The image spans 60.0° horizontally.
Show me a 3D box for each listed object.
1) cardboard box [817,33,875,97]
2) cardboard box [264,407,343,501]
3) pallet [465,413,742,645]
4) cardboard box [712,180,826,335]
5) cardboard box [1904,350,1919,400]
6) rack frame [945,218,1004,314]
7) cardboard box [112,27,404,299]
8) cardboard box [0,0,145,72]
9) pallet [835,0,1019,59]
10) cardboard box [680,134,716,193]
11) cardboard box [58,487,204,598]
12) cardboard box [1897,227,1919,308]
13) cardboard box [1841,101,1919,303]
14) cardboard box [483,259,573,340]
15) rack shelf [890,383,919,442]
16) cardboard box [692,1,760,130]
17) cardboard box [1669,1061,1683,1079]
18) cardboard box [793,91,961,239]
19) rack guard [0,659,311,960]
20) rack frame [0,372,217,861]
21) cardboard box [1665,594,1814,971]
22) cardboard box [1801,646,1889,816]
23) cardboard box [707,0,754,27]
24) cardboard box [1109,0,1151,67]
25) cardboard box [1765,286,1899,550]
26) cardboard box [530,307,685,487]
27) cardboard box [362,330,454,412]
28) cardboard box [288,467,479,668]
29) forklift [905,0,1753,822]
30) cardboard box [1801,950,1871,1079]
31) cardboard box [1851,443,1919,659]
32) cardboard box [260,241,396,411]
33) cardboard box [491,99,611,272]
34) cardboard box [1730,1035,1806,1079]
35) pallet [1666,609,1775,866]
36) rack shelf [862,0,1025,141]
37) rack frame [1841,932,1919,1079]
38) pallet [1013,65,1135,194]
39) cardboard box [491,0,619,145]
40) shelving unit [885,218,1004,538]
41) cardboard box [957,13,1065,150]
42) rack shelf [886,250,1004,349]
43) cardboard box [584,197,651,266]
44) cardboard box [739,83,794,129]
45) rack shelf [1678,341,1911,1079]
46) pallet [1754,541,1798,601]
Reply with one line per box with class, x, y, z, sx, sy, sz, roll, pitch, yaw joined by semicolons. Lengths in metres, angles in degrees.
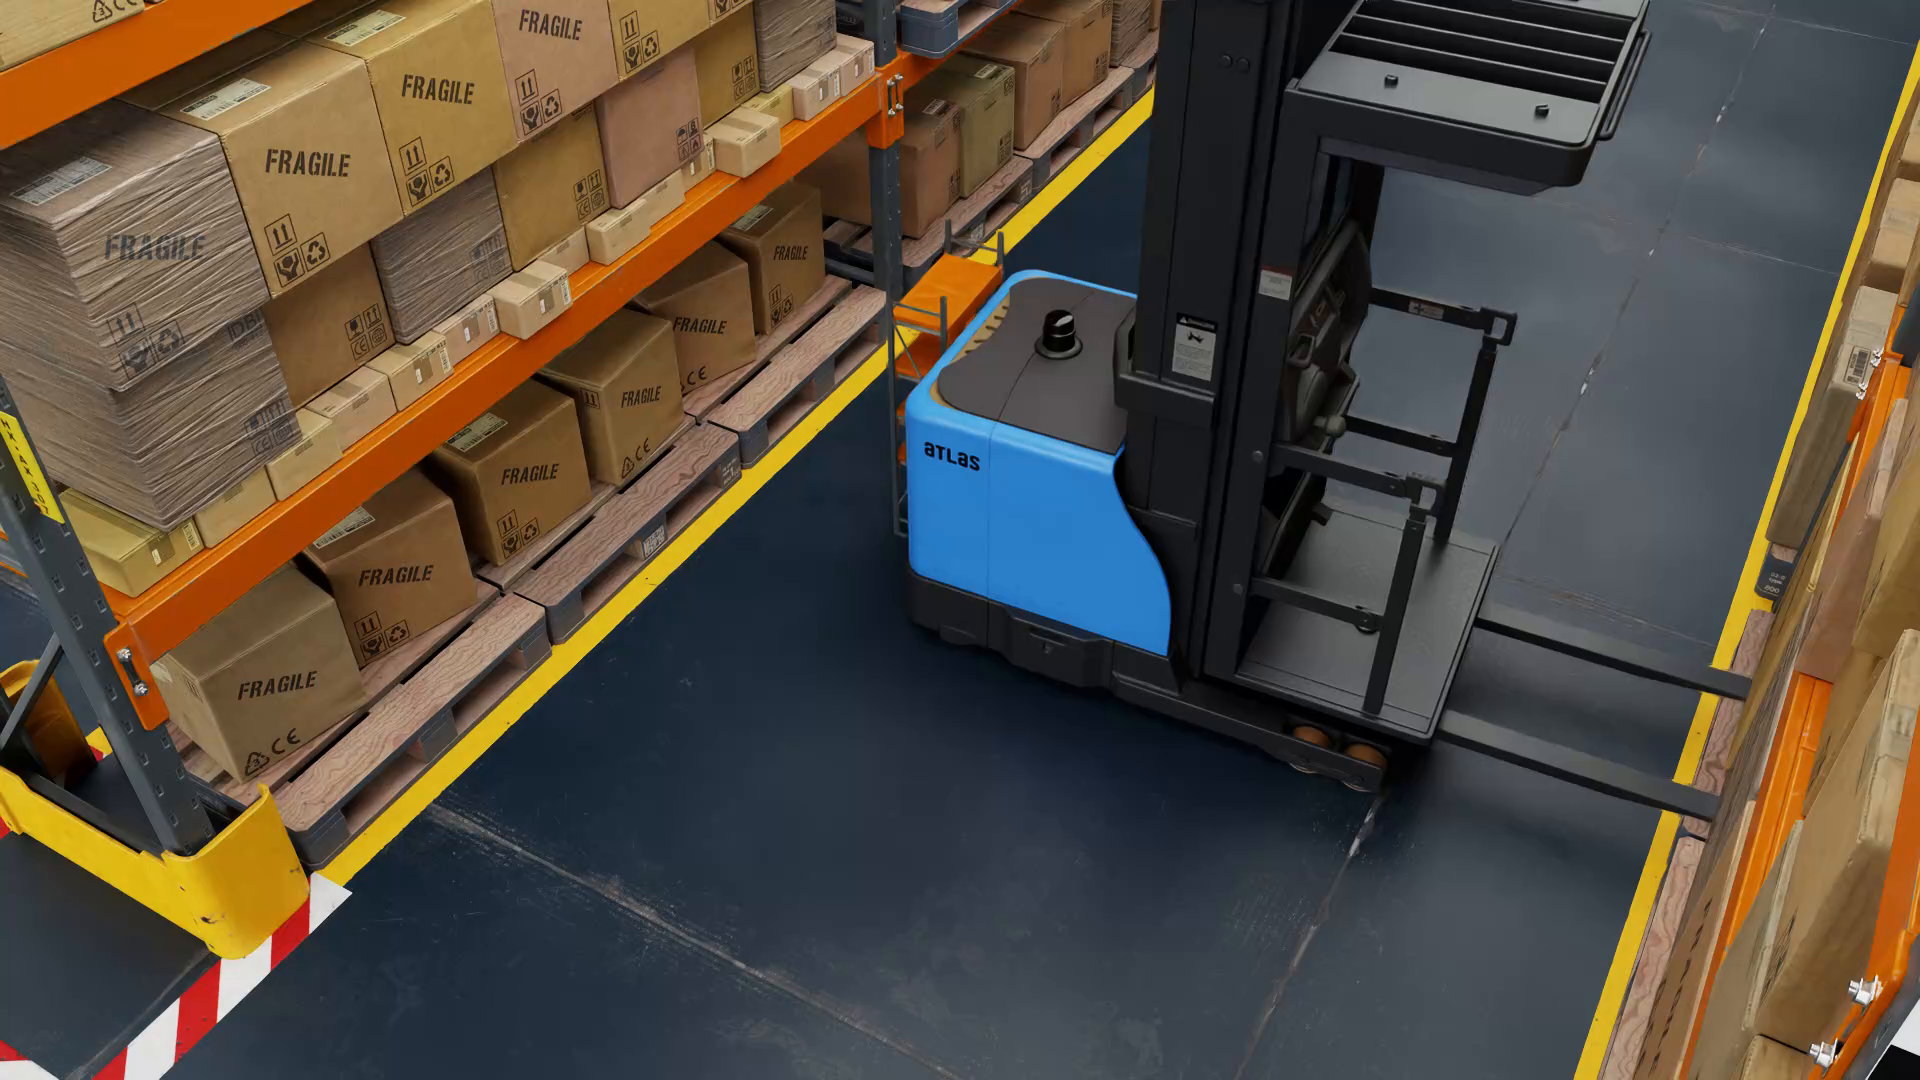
cardboard box;-0.582;-2.008;6.950;0.380;0.149;0.250;21;45;22
cardboard box;-2.101;-0.298;5.009;0.380;0.149;0.250;21;45;22
pallet;-1.644;-0.179;6.793;1.003;0.211;1.213;21;45;22
cardboard box;-0.963;-1.326;7.560;0.500;0.500;0.500;20;45;21
cardboard box;3.341;-0.465;4.895;0.875;0.550;0.550;21;45;22
rack frame;0.055;-0.736;6.678;0.240;1.200;0.015;18;44;19
cardboard box;-1.963;-1.066;4.634;0.500;0.500;0.500;21;45;22
cardboard box;-2.265;-1.293;3.792;0.500;0.250;0.500;22;46;23
pallet;-0.220;-2.639;7.623;1.003;0.211;1.213;21;45;22
cardboard box;-1.160;-1.465;6.334;0.380;0.149;0.250;21;45;22
cardboard box;-2.381;-0.023;4.697;0.380;0.149;0.250;21;45;22
cardboard box;3.545;-1.049;5.595;0.500;0.500;0.500;21;45;22
cardboard box;4.700;-1.406;7.462;1.050;0.750;0.750;22;46;23
cardboard box;-1.547;-0.850;5.635;0.380;0.149;0.250;21;45;22
rack shelf;-0.051;-0.540;6.557;0.258;0.148;0.480;18;44;19
cardboard box;-1.288;-1.960;6.405;0.875;0.500;0.500;21;45;22
cardboard box;1.796;1.895;3.619;0.875;0.875;0.875;21;46;22
cardboard box;-0.403;-1.893;8.189;0.700;0.500;0.500;18;44;19
rack guard;-2.692;0.861;5.394;1.175;0.500;0.348;21;45;22
rack frame;-2.730;-0.033;4.518;1.000;3.000;0.127;21;45;22
cardboard box;2.692;0.870;4.783;0.875;0.875;0.875;21;46;22
cardboard box;2.535;0.463;3.841;0.875;0.550;0.500;21;45;22
cardboard box;-0.965;-2.212;5.934;0.500;0.500;0.500;21;45;22
cardboard box;0.689;-3.126;9.589;0.700;0.500;0.500;17;44;19
cardboard box;3.748;-0.322;6.231;1.050;0.750;0.750;21;45;22
cardboard box;-1.486;-0.615;6.752;0.500;0.500;0.500;17;44;18
cardboard box;-1.863;-0.589;5.339;0.380;0.149;0.250;21;45;22
cardboard box;-2.134;0.042;6.006;0.500;0.500;0.500;-33;51;-32
forklift;1.352;-0.633;5.251;3.031;2.935;1.130;18;44;19
cardboard box;1.733;1.004;2.410;0.875;0.550;0.550;21;45;22
cardboard box;2.478;0.037;3.508;0.875;0.550;0.500;21;45;22
cardboard box;-2.285;-0.814;5.104;0.875;0.500;0.500;21;45;22
cardboard box;-1.737;-1.368;5.733;0.875;0.500;0.500;21;45;22
cardboard box;1.660;1.381;2.798;0.875;0.550;0.550;21;45;22
pallet;3.067;0.832;5.646;1.003;0.211;1.213;21;45;22
rack shelf;0.272;-3.197;8.655;1.077;0.370;4.000;21;45;22
rack frame;1.511;1.664;2.591;0.949;2.616;0.053;21;45;22
pallet;0.269;-2.422;9.341;1.003;0.211;1.213;21;45;22
cardboard box;-1.469;-1.641;5.286;0.500;0.500;0.500;21;45;22
shelving unit;-0.051;-0.591;6.513;0.258;1.200;0.503;18;44;19
cardboard box;0.132;-2.480;8.855;0.700;0.500;0.500;17;44;19
rack shelf;-0.051;-0.886;6.253;0.258;0.148;0.480;18;44;19
cardboard box;-1.345;-1.154;5.981;0.380;0.149;0.250;21;45;22
cardboard box;-0.892;-1.745;6.652;0.380;0.149;0.250;21;45;22
rack shelf;2.514;0.790;4.127;1.077;0.370;4.000;21;45;22
pallet;3.836;-0.044;6.640;1.003;0.211;1.213;21;45;22
